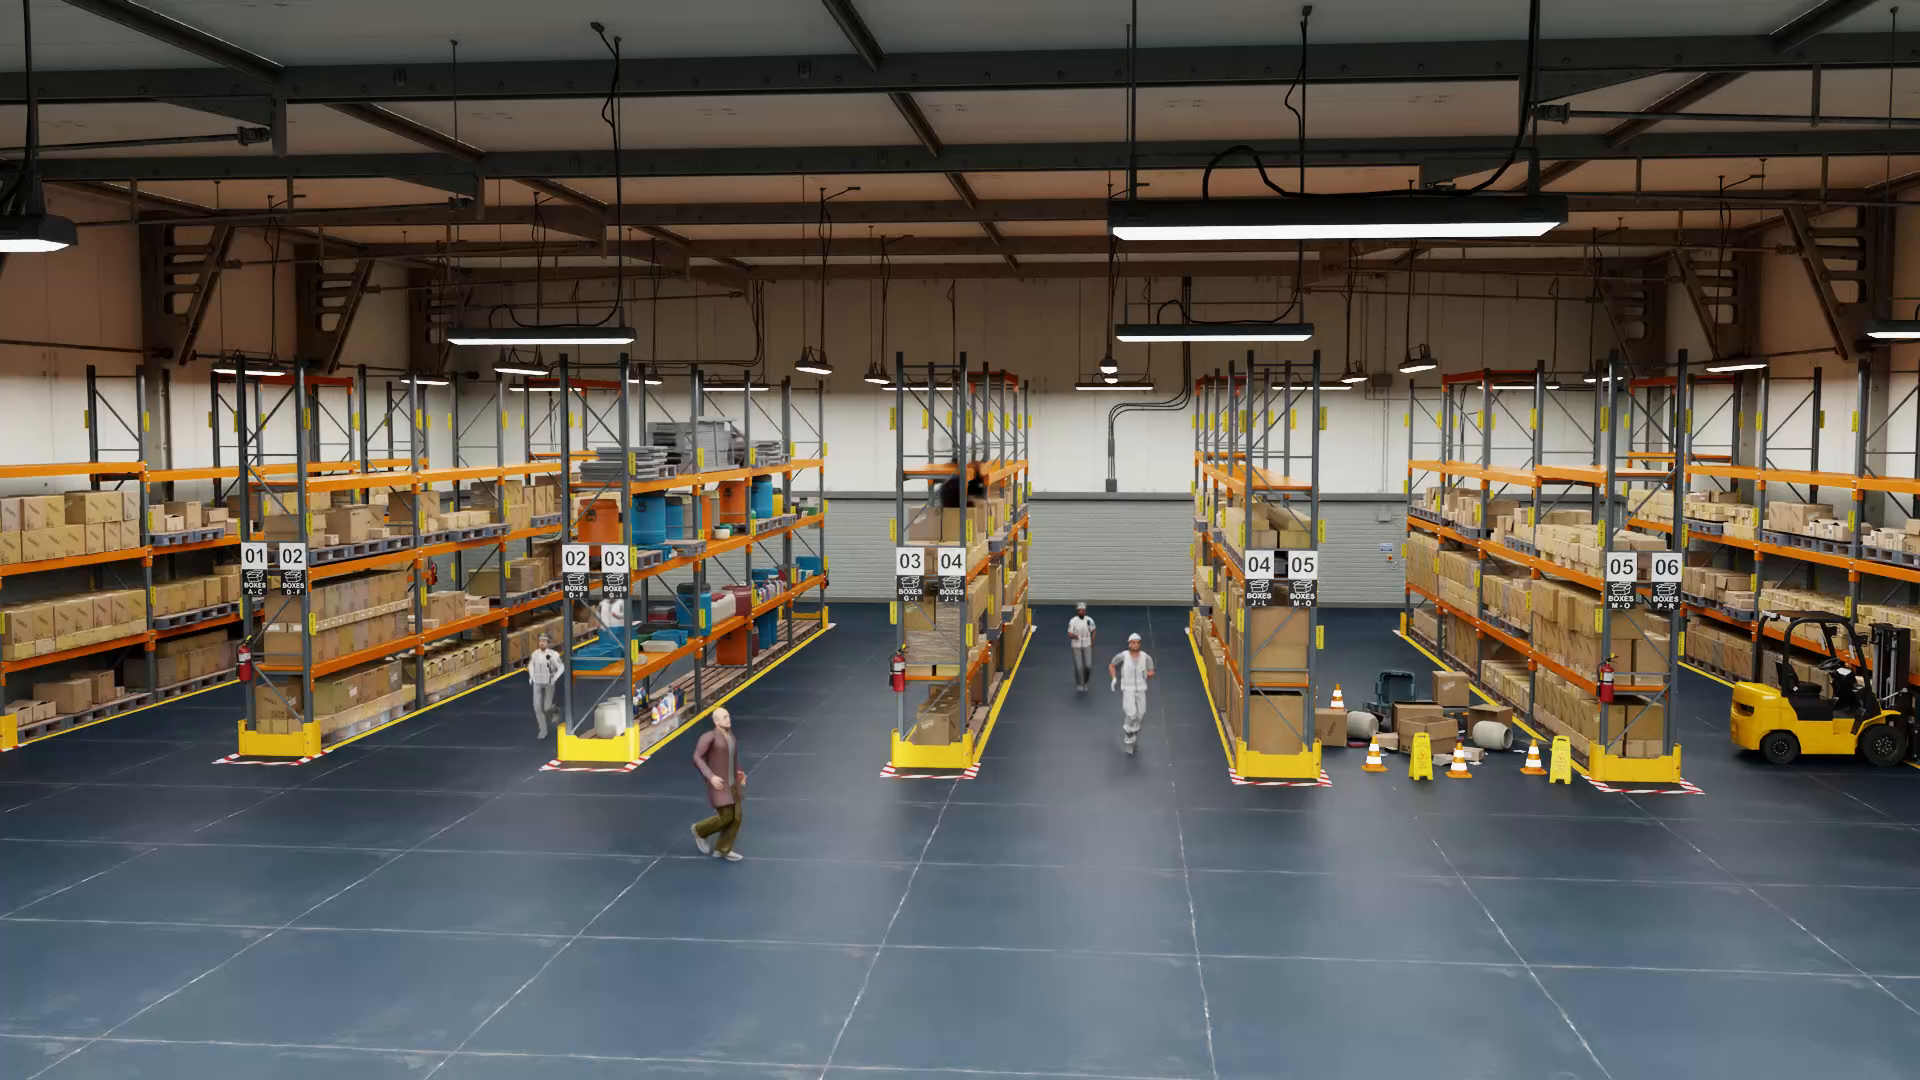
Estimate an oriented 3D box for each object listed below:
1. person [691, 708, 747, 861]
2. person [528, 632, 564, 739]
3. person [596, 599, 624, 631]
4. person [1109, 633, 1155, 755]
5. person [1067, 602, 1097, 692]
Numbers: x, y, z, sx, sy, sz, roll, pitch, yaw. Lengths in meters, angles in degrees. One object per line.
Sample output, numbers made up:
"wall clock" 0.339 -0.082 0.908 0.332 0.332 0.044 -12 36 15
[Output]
"person" -2.759 2.787 19.025 0.594 1.743 0.703 2 5 31
"person" -6.628 2.297 26.582 0.618 1.673 0.677 1 4 7
"person" -6.848 1.767 32.709 0.653 1.760 0.968 0 4 -7
"person" 2.625 2.325 25.147 0.644 1.828 0.748 -1 4 -10
"person" 2.264 1.985 30.667 0.561 1.681 0.599 0 4 -1
